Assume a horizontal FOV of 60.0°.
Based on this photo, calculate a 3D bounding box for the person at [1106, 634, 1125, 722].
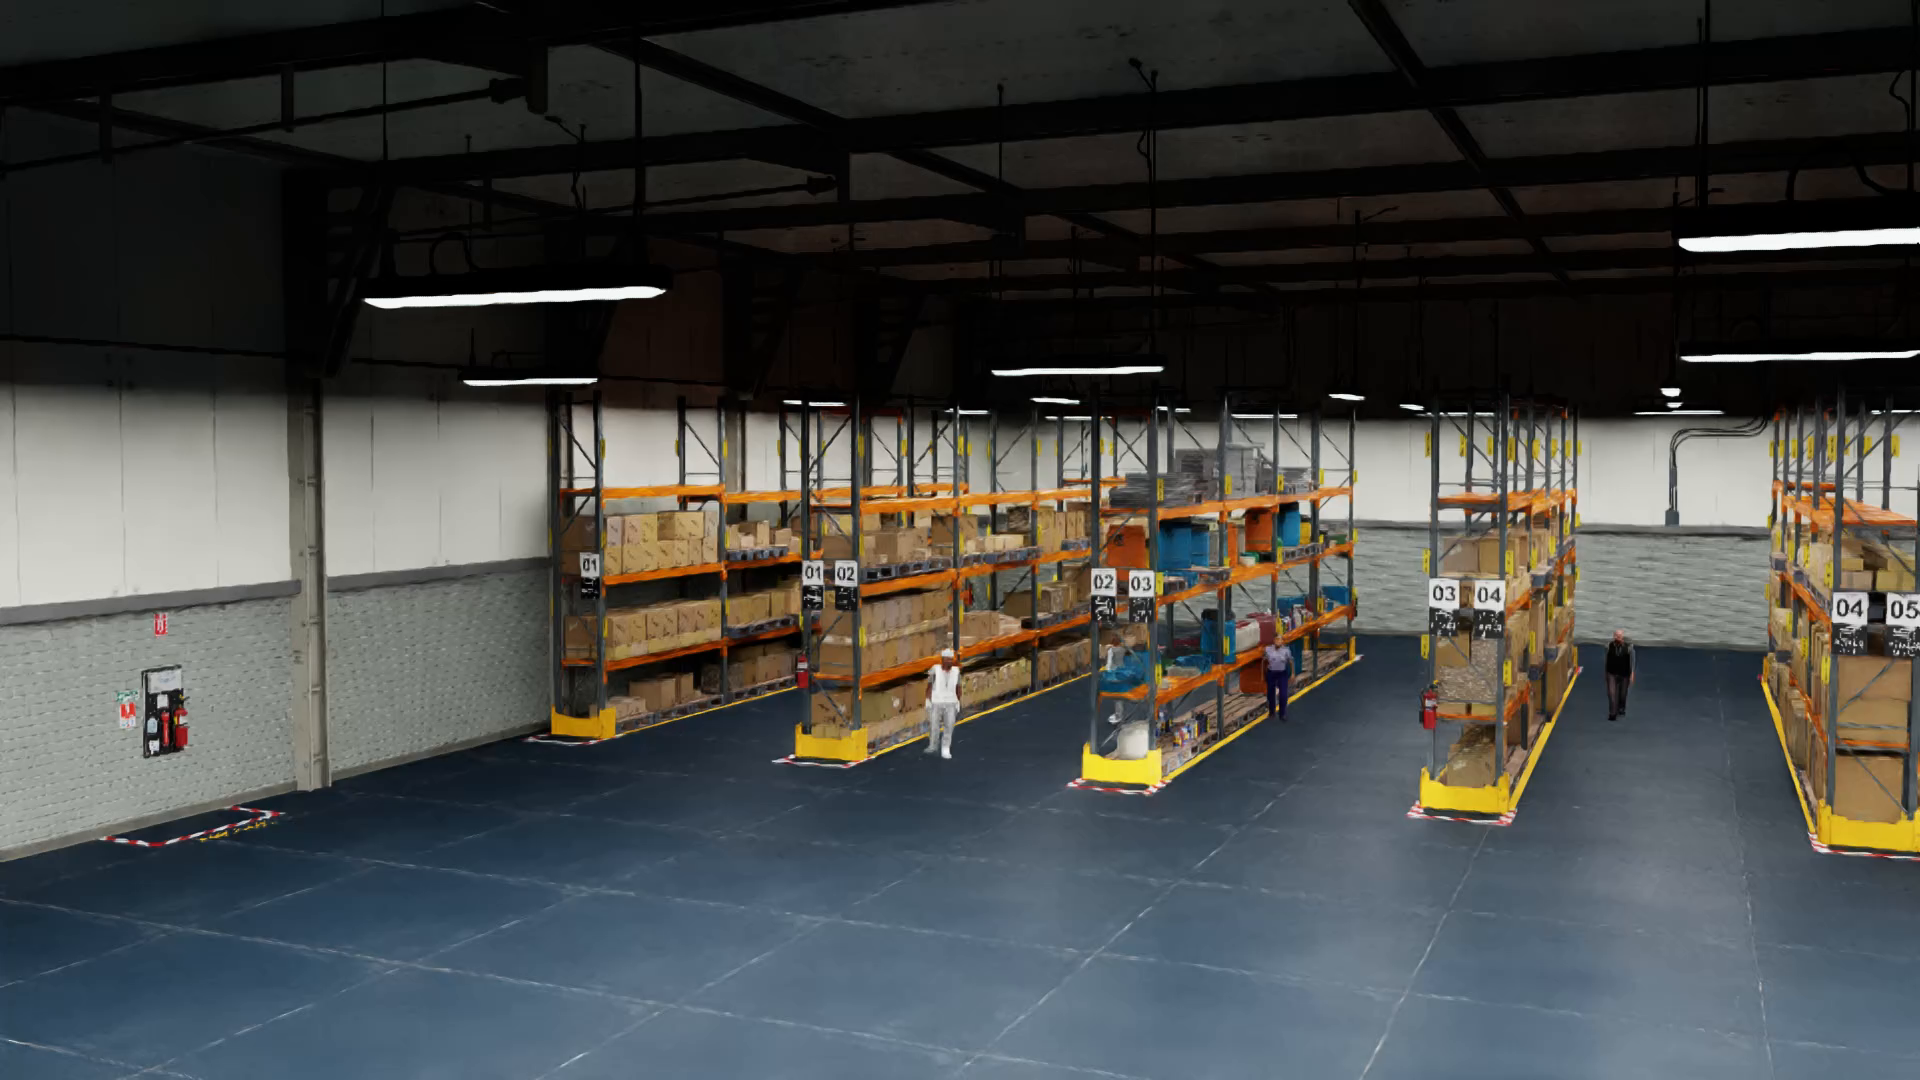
[{"bbox_3d":[2.861,2.510,30.450,0.528,1.591,0.532,-3,4,-39],"label":"person"}]

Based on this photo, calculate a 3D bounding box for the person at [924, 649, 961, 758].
[{"bbox_3d":[-0.281,2.632,26.980,0.599,1.769,0.575,-1,3,-11],"label":"person"}]

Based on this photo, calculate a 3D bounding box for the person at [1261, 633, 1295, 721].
[{"bbox_3d":[5.883,2.502,30.759,0.608,1.612,0.664,1,3,15],"label":"person"}]

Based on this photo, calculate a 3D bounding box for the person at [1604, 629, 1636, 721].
[{"bbox_3d":[12.176,2.475,30.679,0.553,1.669,1.030,1,3,23],"label":"person"}]
